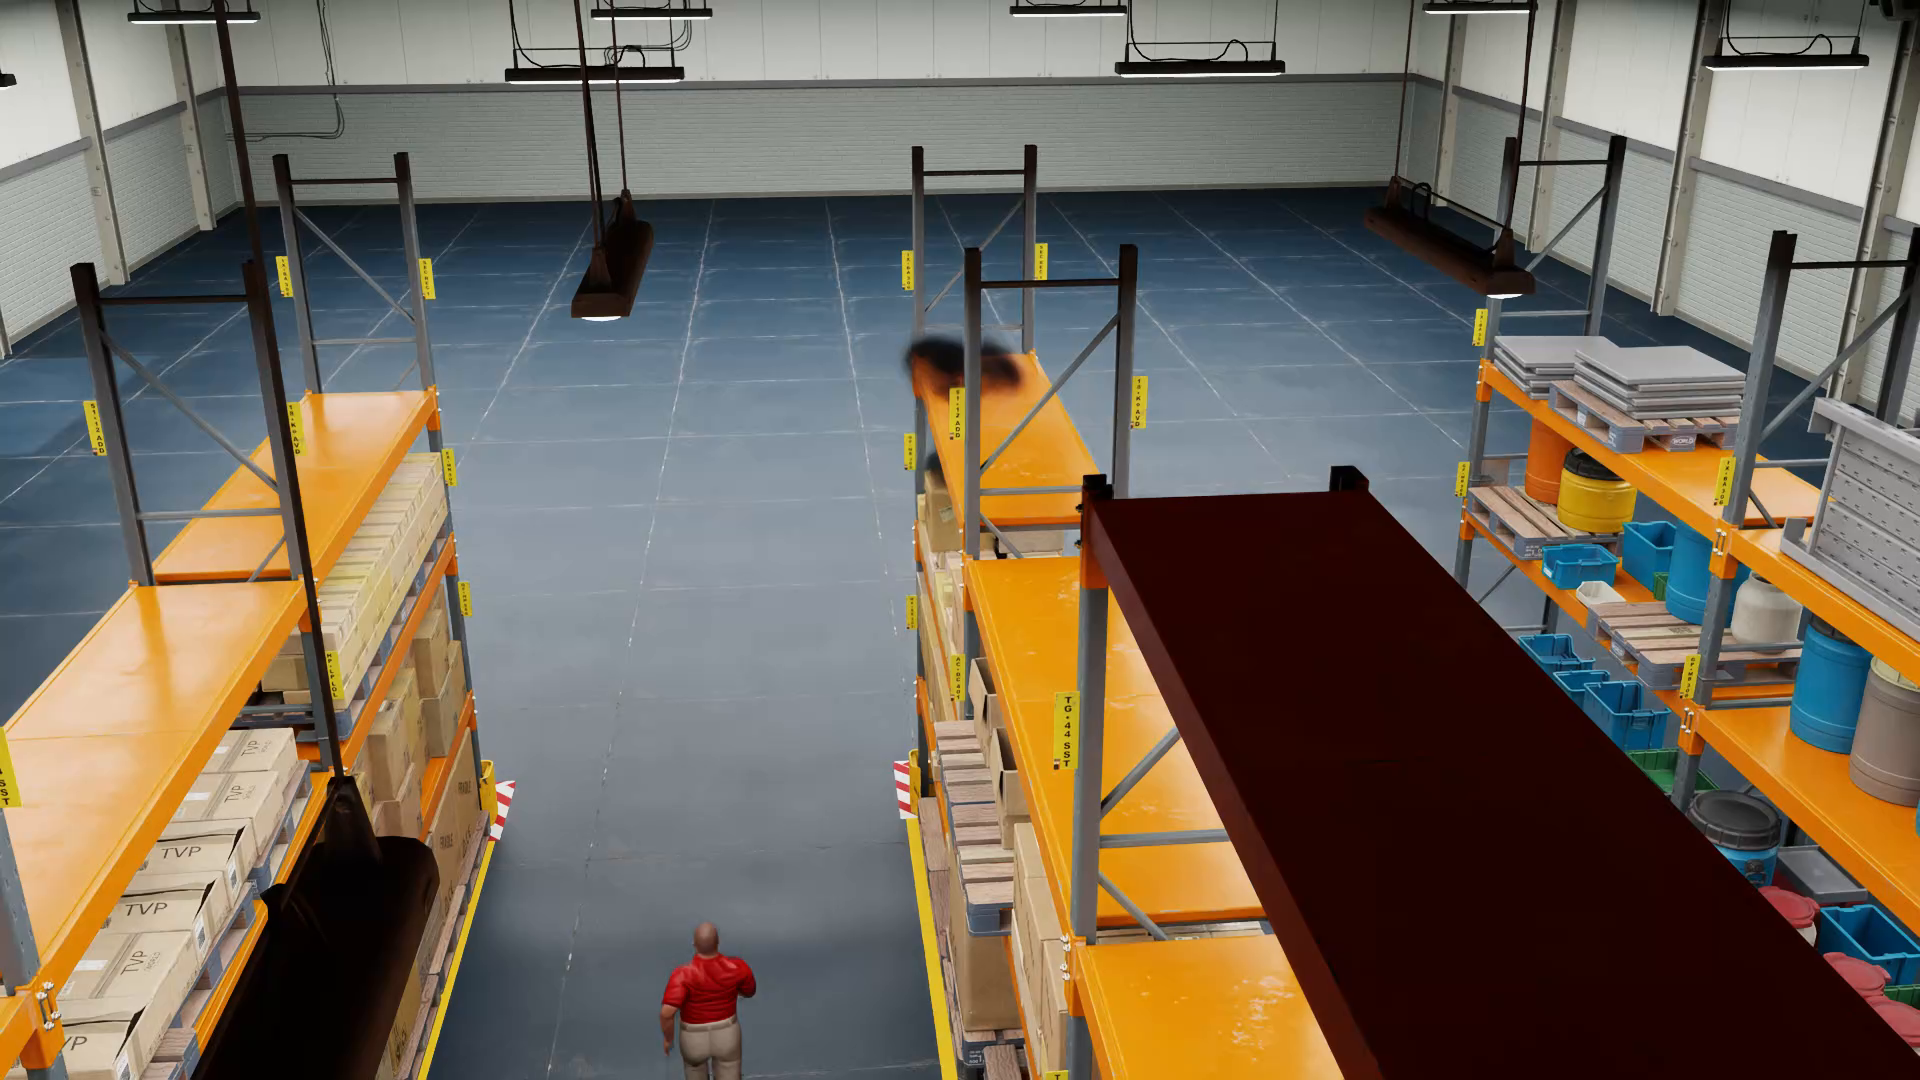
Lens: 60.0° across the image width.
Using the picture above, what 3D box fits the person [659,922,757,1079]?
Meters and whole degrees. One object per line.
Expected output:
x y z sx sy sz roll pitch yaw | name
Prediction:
-1.642 3.311 10.975 0.638 1.790 0.852 -4 22 -10 | person
